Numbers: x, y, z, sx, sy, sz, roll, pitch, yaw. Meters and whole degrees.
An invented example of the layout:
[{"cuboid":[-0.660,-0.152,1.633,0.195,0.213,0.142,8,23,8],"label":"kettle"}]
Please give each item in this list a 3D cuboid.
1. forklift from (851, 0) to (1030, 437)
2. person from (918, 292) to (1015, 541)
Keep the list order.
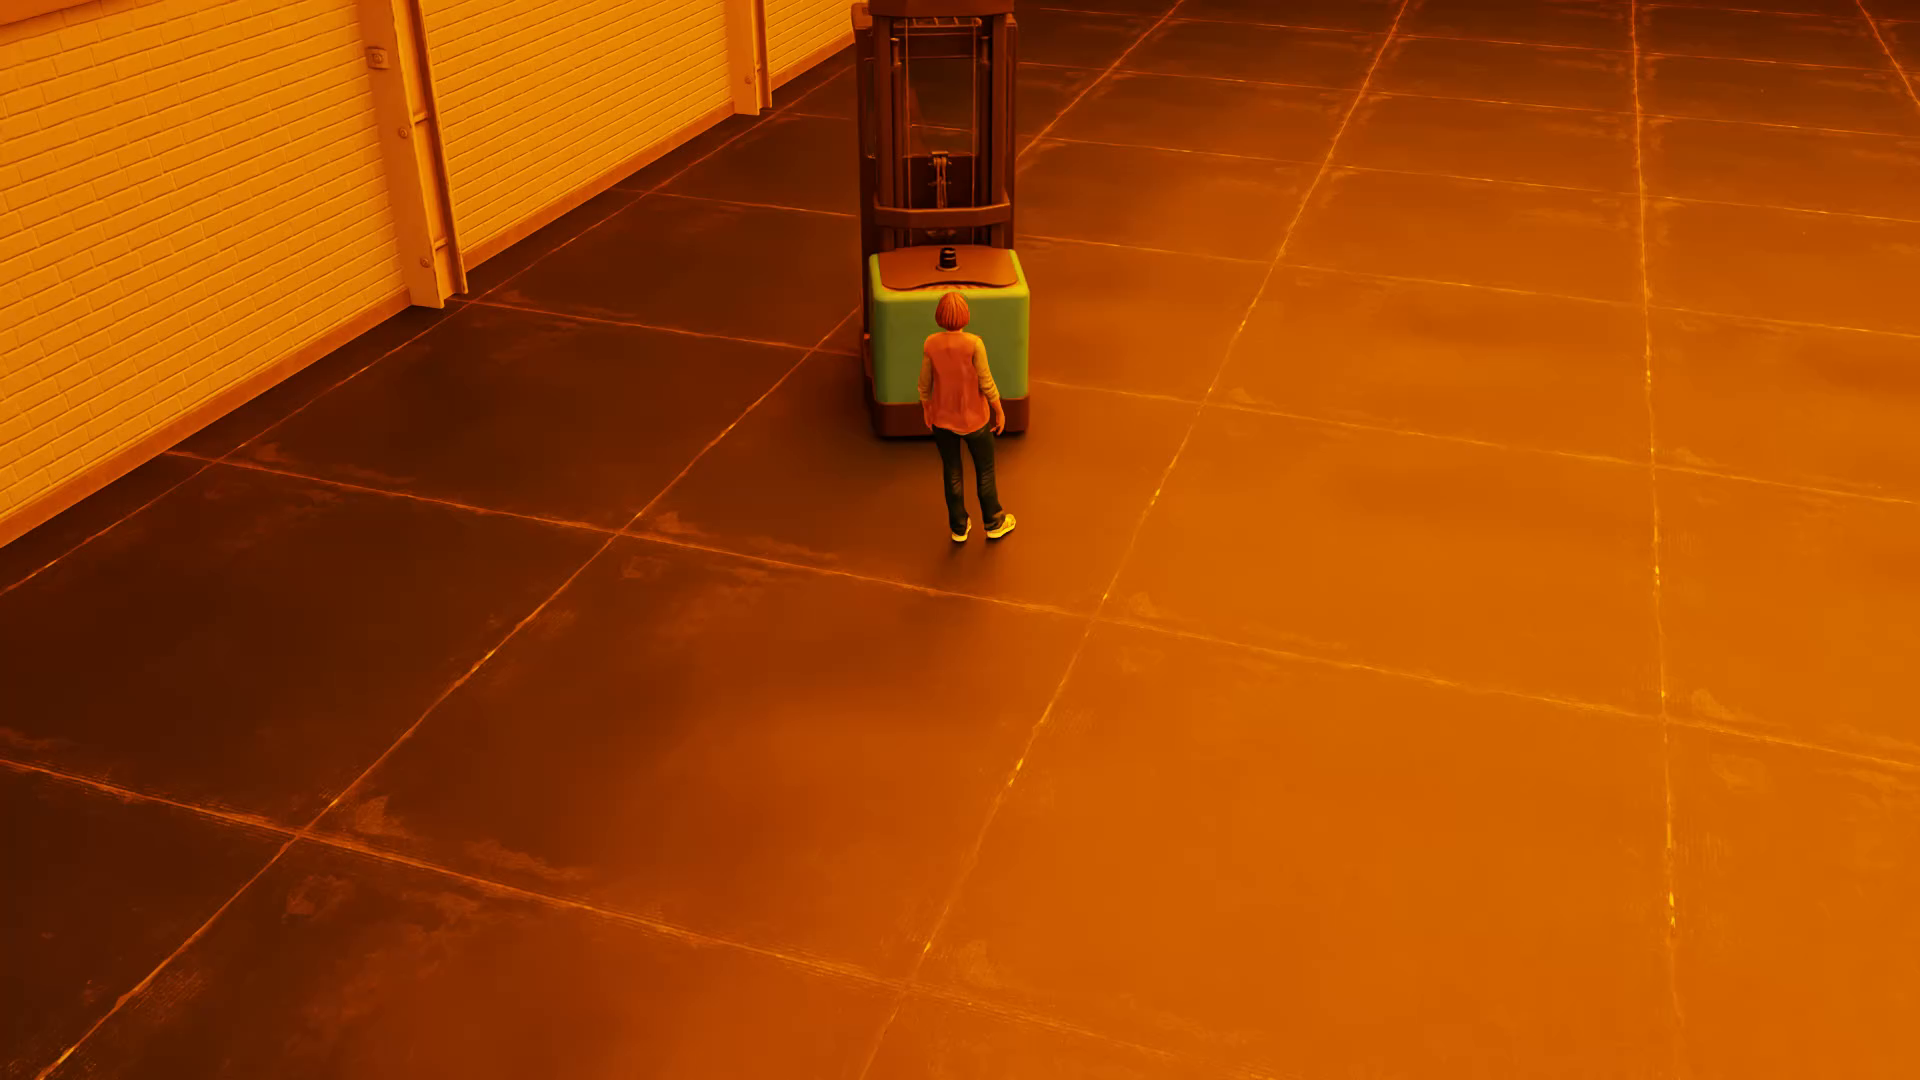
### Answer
[{"cuboid":[-0.183,-2.671,11.823,1.130,2.935,3.031,-3,30,-5],"label":"forklift"},{"cuboid":[0.037,-0.732,9.753,0.520,1.597,0.476,10,31,16],"label":"person"}]
